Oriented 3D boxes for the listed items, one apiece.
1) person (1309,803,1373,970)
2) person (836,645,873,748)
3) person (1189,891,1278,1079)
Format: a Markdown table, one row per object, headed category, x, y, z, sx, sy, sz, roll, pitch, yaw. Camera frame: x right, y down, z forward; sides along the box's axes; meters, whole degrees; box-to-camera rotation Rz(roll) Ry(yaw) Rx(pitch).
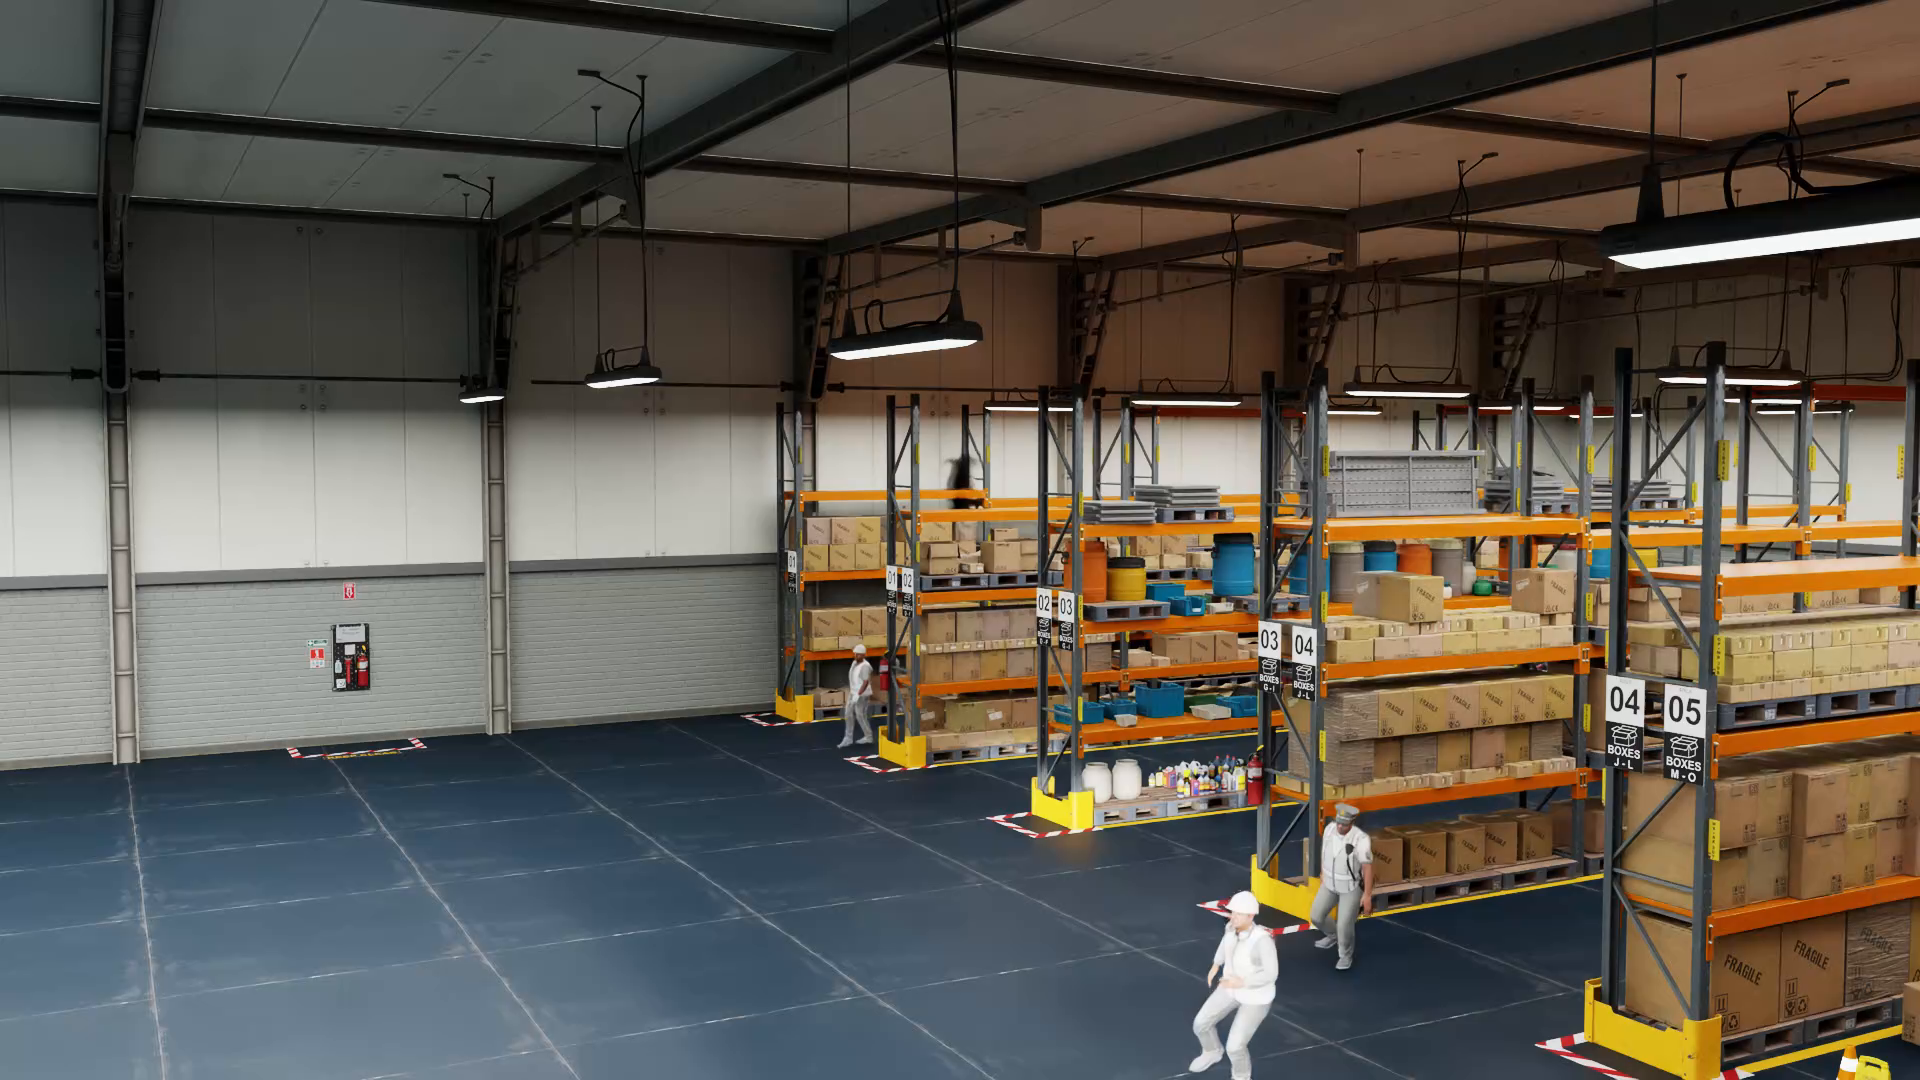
| category | x | y | z | sx | sy | sz | roll | pitch | yaw |
| --- | --- | --- | --- | --- | --- | --- | --- | --- | --- |
| person | 3.794 | 3.392 | 16.422 | 0.813 | 1.668 | 0.665 | 3 | 4 | 43 |
| person | -1.749 | 2.677 | 28.498 | 0.651 | 1.797 | 0.617 | -2 | 4 | -33 |
| person | 2.216 | 3.619 | 13.260 | 0.829 | 1.694 | 0.581 | 3 | 5 | 45 |
